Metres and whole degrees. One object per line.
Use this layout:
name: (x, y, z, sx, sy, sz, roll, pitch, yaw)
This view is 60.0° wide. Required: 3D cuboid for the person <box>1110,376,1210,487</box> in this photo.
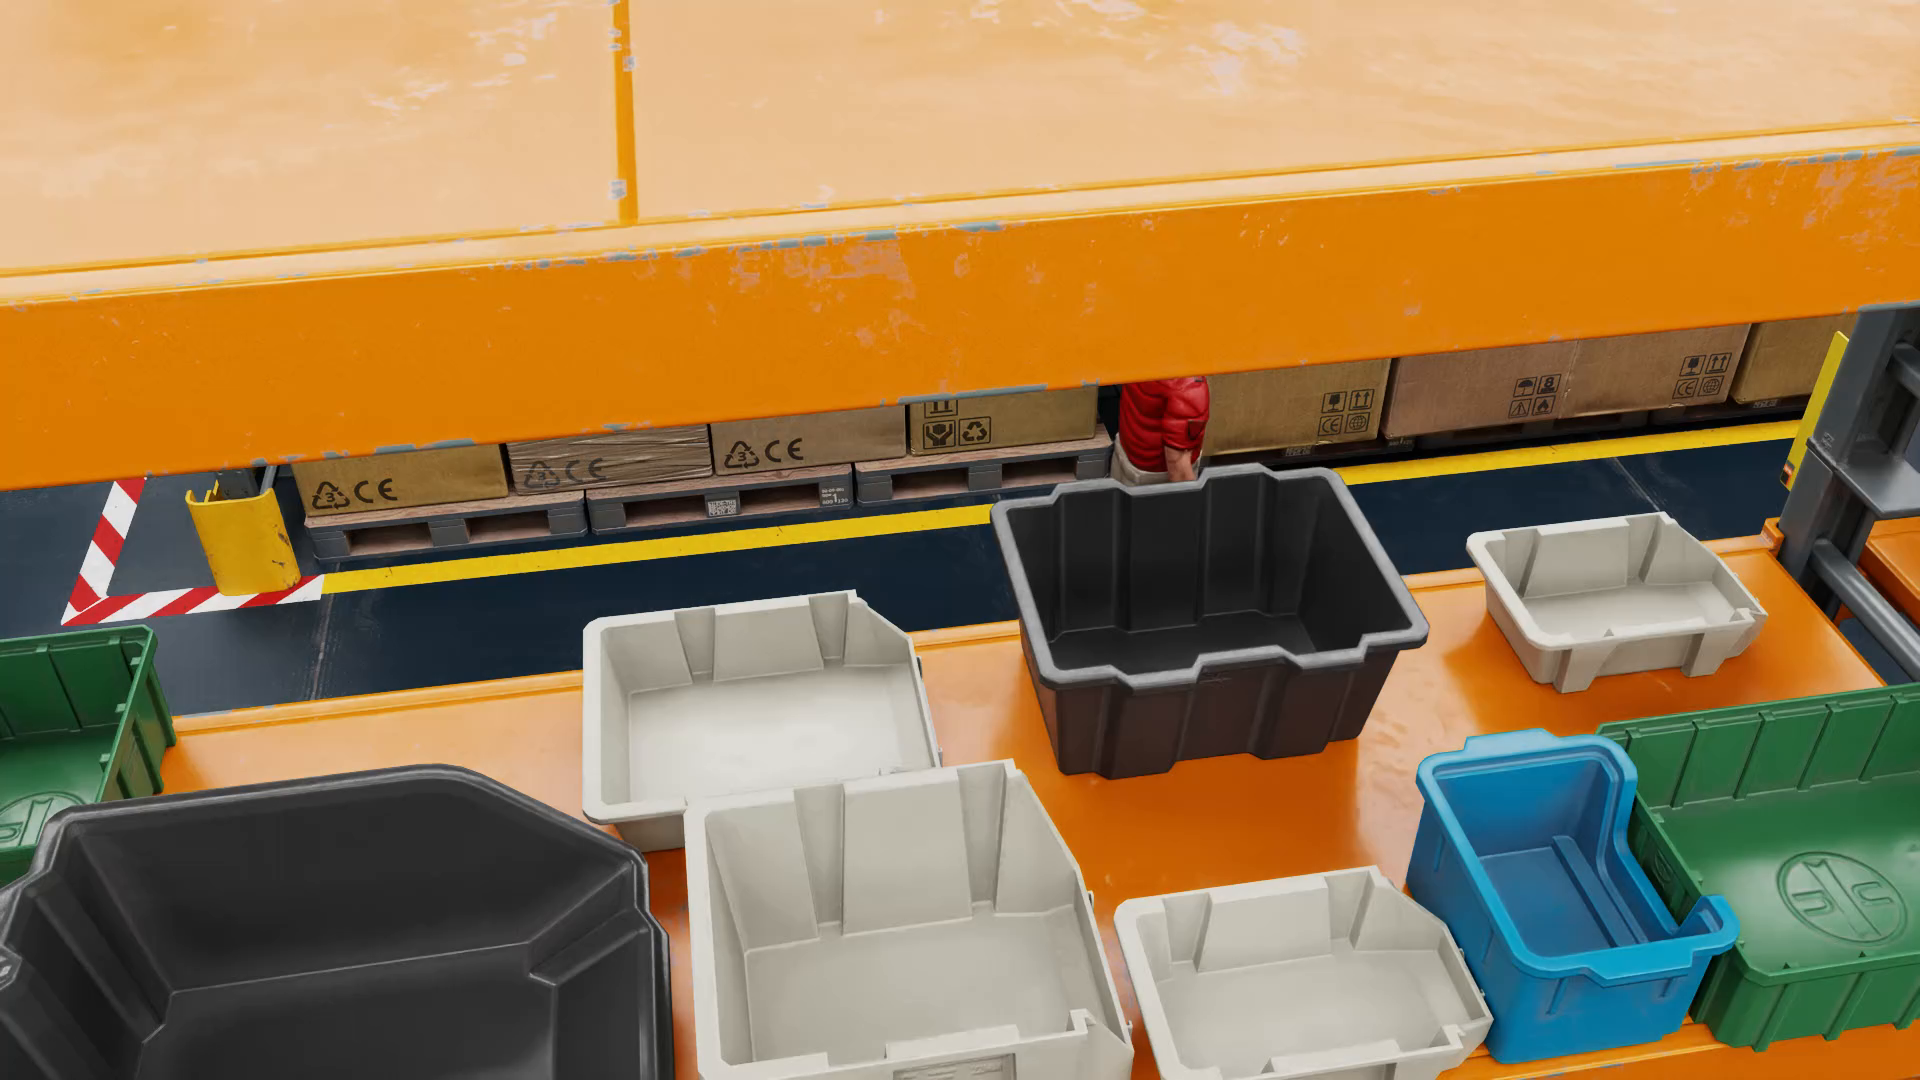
person: (0.795, -0.229, 6.452, 0.384, 1.727, 0.592, -7, 39, -9)
